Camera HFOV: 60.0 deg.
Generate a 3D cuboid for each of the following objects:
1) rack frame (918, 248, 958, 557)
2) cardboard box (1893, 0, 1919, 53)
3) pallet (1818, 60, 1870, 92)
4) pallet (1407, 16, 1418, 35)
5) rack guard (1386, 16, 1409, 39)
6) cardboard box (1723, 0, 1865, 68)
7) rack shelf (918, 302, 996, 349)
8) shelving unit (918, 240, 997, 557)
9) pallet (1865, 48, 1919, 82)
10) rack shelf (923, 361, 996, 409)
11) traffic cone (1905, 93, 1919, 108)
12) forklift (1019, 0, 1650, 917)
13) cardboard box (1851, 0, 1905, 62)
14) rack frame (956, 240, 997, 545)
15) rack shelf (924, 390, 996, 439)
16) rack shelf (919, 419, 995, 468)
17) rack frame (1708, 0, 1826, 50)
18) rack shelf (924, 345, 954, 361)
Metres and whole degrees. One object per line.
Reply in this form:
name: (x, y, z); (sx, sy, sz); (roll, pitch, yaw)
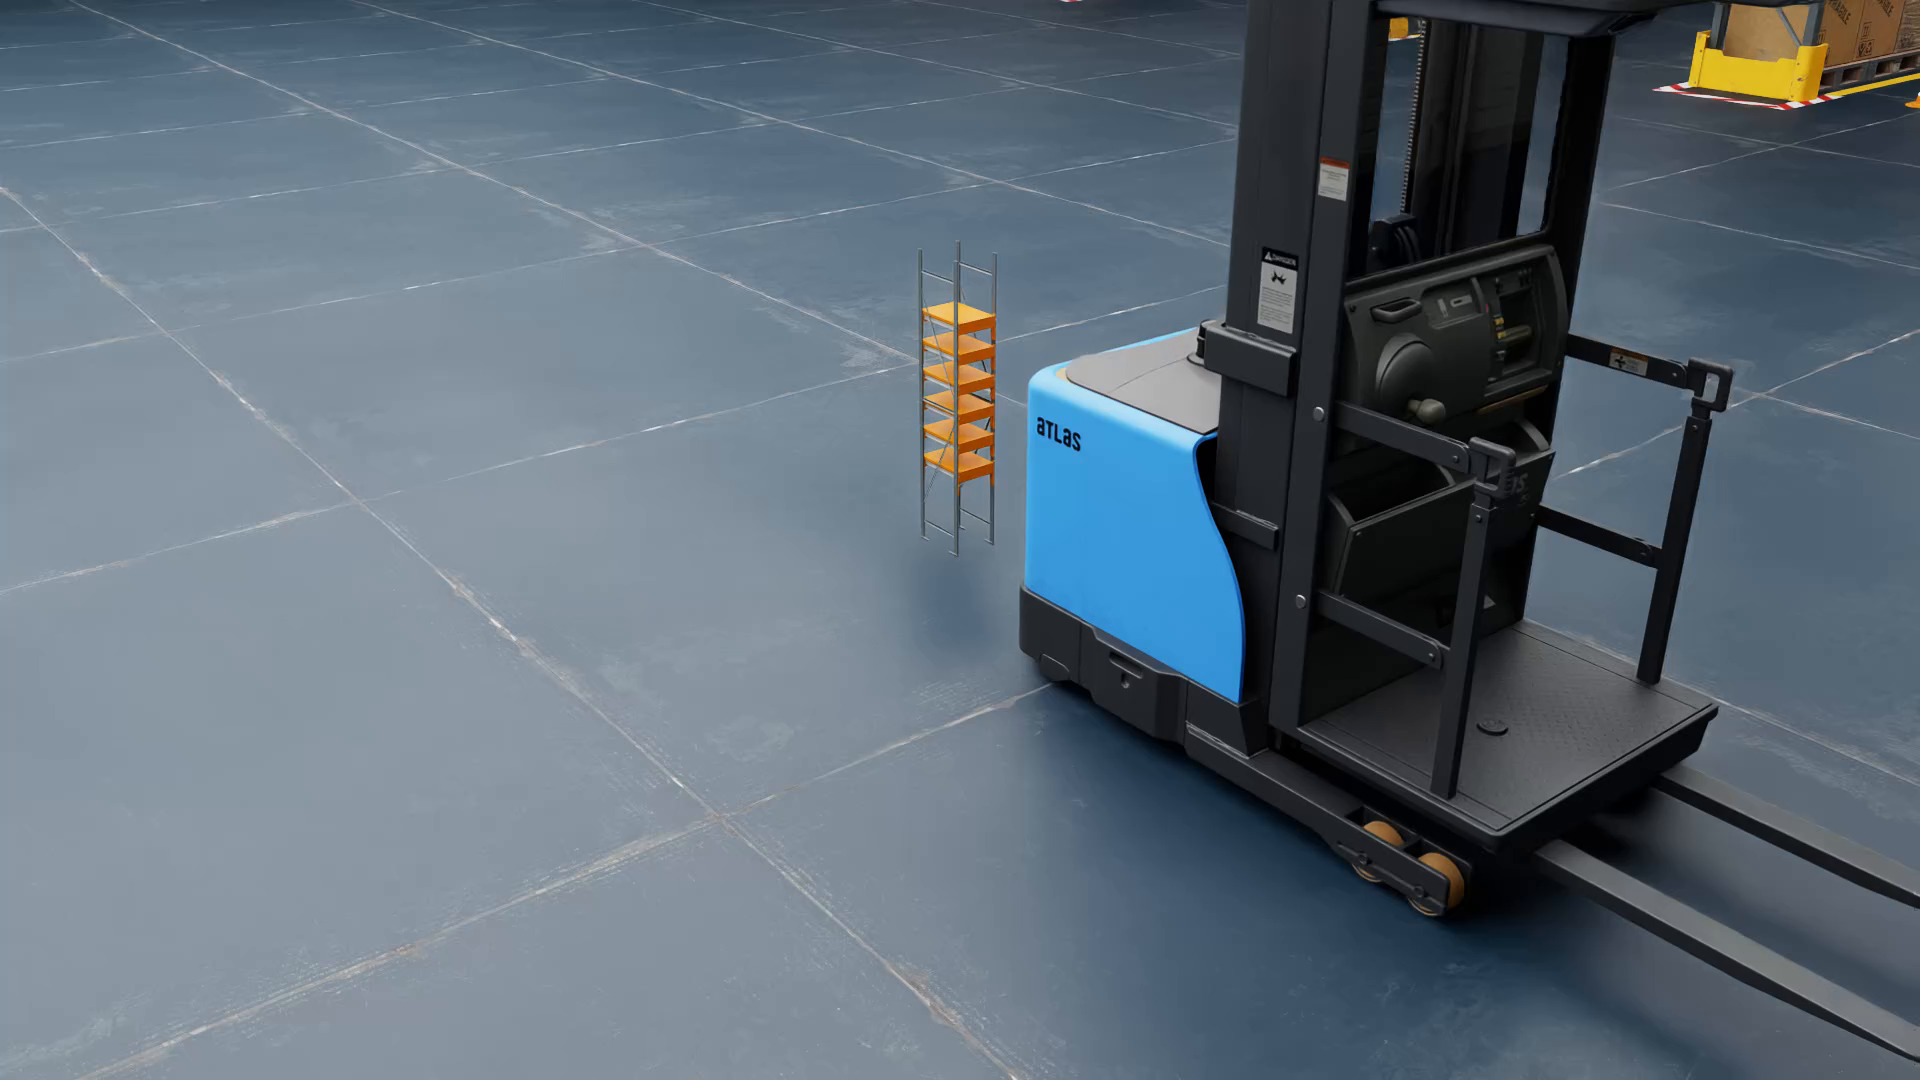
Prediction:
rack frame: (-0.083, -0.517, 6.438); (0.006, 1.200, 0.240); (-18, 31, -34)
cardboard box: (9.583, -5.599, 17.277); (0.875, 0.875, 0.875); (-18, 30, -34)
pallet: (8.262, -4.678, 16.579); (1.213, 0.211, 1.003); (-18, 31, -34)
pallet: (5.421, -6.333, 20.144); (1.213, 0.211, 1.003); (-18, 31, -34)
rack guard: (4.759, -6.264, 19.654); (0.348, 0.500, 1.175); (-18, 31, -34)
cardboard box: (8.174, -5.134, 16.274); (0.875, 0.875, 0.875); (-18, 30, -34)
rack shelf: (-0.011, -0.827, 6.356); (0.180, 0.103, 0.258); (-18, 31, -34)
shelving unit: (-0.011, -0.540, 6.489); (0.189, 1.200, 0.258); (-18, 31, -34)
pallet: (9.221, -4.993, 17.258); (1.213, 0.211, 1.003); (-18, 31, -34)
rack shelf: (-0.011, -0.609, 6.457); (0.180, 0.103, 0.258); (-18, 31, -34)
traffic cone: (8.975, -4.226, 15.306); (0.334, 0.463, 0.336); (-18, 31, -34)
forklift: (1.511, -0.541, 4.435); (1.130, 2.935, 3.031); (-18, 31, -34)
cardboard box: (8.865, -5.363, 16.768); (0.875, 0.875, 0.875); (-19, 31, -35)
rack frame: (0.061, -0.564, 6.541); (0.006, 1.200, 0.240); (-18, 31, -34)
rack shelf: (-0.011, -0.500, 6.508); (0.180, 0.103, 0.258); (-18, 31, -34)
rack shelf: (-0.011, -0.391, 6.559); (0.180, 0.103, 0.258); (-18, 31, -34)
rack frame: (7.681, -5.709, 15.488); (0.127, 3.000, 1.000); (-18, 31, -34)
rack shelf: (-0.011, -0.736, 6.399); (0.166, 0.020, 0.199); (-18, 31, -34)
